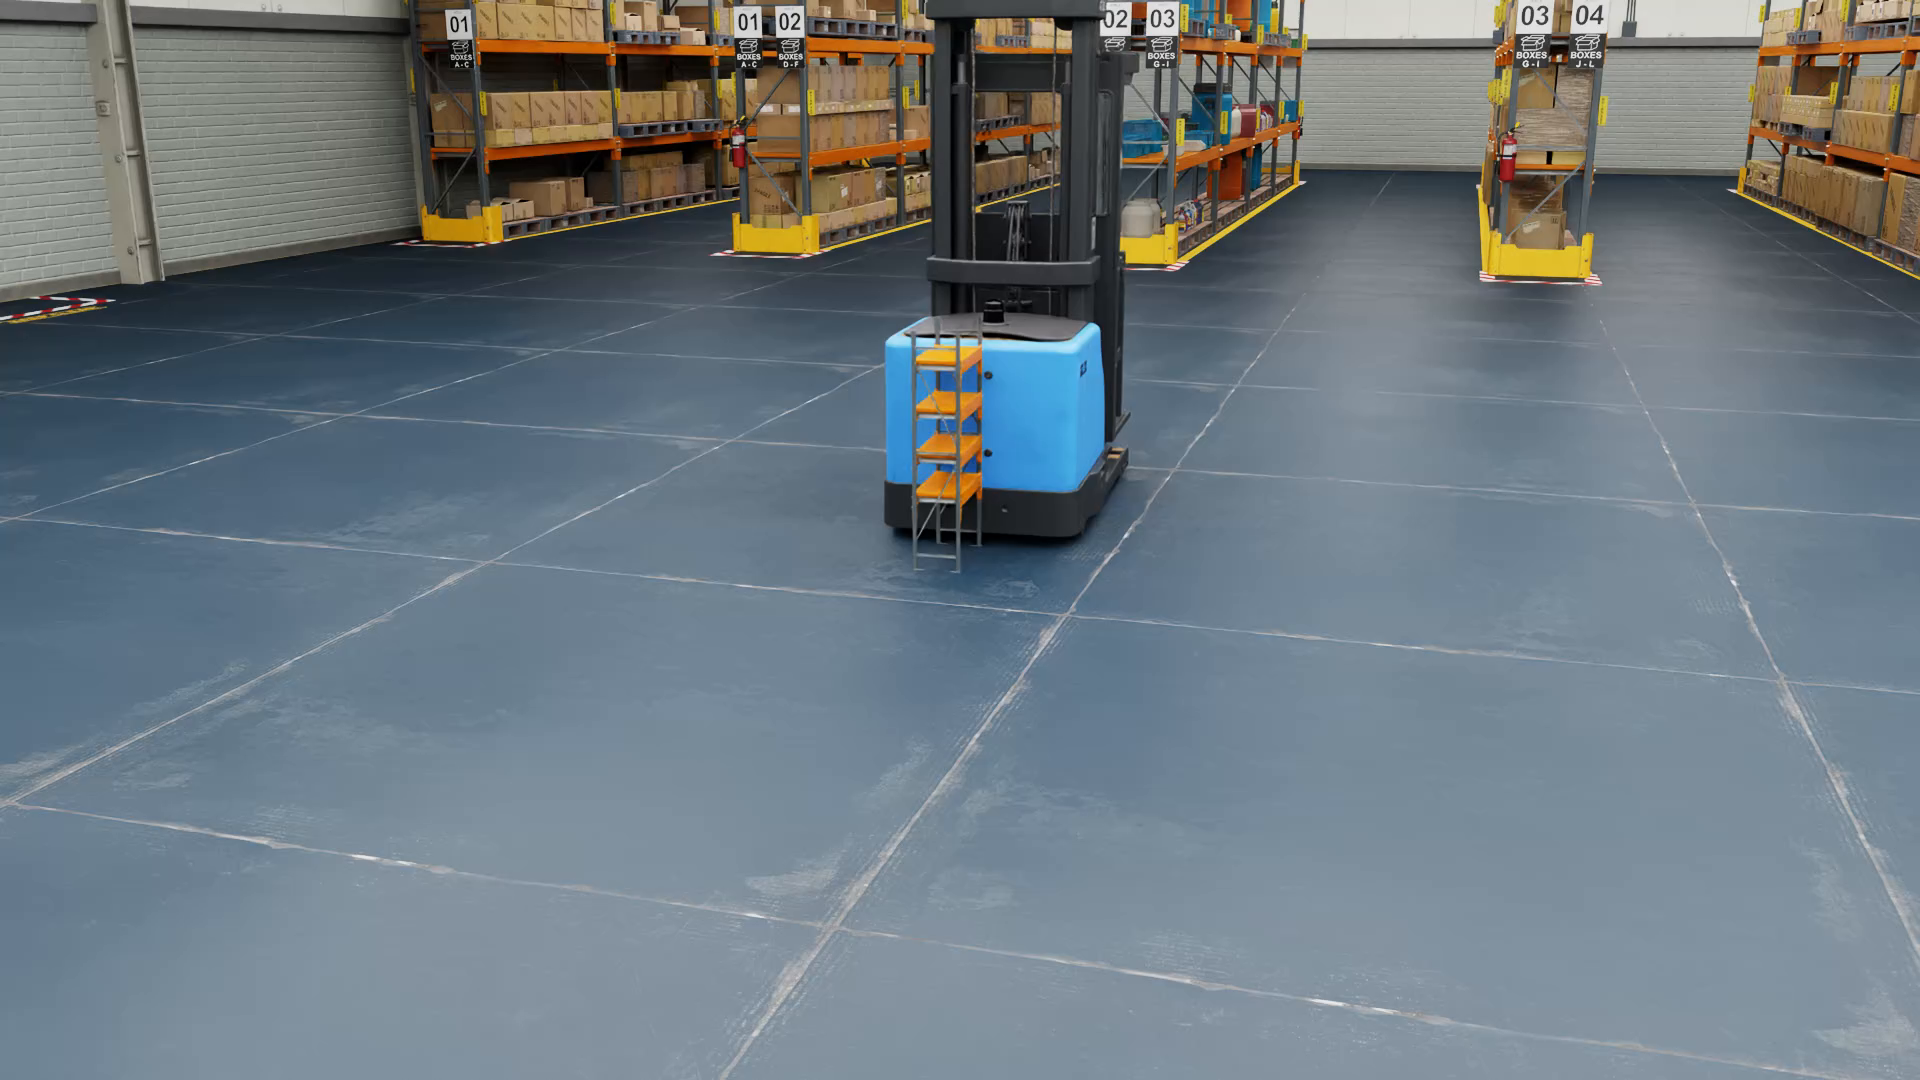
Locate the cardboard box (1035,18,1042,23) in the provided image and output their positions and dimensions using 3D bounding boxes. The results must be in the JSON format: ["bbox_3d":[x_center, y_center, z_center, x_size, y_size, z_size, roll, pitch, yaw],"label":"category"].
[{"bbox_3d":[1.279,-10.773,33.802,0.700,0.500,0.500,5,16,16],"label":"cardboard box"}]

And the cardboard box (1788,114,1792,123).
[{"bbox_3d":[14.350,-7.181,28.340,0.380,0.149,0.250,5,17,16],"label":"cardboard box"}]

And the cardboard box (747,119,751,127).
[{"bbox_3d":[-4.333,-8.183,32.608,0.380,0.149,0.250,5,17,17],"label":"cardboard box"}]

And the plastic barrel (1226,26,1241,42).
[{"bbox_3d":[4.373,-8.145,26.806,0.301,0.262,0.301,0,16,0],"label":"plastic barrel"}]

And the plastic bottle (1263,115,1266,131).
[{"bbox_3d":[5.599,-7.751,30.885,0.152,0.276,0.135,5,16,16],"label":"plastic bottle"}]

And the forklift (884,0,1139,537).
[{"bbox_3d":[0.428,-1.783,9.745,1.130,2.935,3.031,4,16,13],"label":"forklift"}]

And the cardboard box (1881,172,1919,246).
[{"bbox_3d":[12.604,-4.299,21.612,0.875,0.875,0.875,5,17,17],"label":"cardboard box"}]

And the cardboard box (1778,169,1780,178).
[{"bbox_3d":[14.975,-6.601,29.969,0.380,0.149,0.250,5,17,17],"label":"cardboard box"}]

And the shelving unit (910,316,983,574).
[{"bbox_3d":[-0.061,-0.483,8.332,0.258,1.200,0.503,4,16,13],"label":"shelving unit"}]

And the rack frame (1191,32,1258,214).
[{"bbox_3d":[4.511,-7.120,28.433,1.000,3.000,0.127,5,16,16],"label":"rack frame"}]

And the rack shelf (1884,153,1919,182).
[{"bbox_3d":[12.281,-4.409,20.193,1.077,0.370,4.000,5,16,16],"label":"rack shelf"}]

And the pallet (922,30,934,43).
[{"bbox_3d":[-0.659,-8.380,27.724,1.003,0.211,1.213,5,17,18],"label":"pallet"}]

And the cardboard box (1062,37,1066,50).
[{"bbox_3d":[1.991,-10.684,35.777,0.500,0.250,0.500,5,16,16],"label":"cardboard box"}]

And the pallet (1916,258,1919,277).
[{"bbox_3d":[11.865,-3.105,19.390,1.003,0.211,1.213,5,16,16],"label":"pallet"}]

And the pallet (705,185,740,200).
[{"bbox_3d":[-4.691,-6.747,32.229,1.003,0.211,1.213,5,16,16],"label":"pallet"}]

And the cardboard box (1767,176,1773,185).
[{"bbox_3d":[15.032,-6.595,30.493,0.380,0.149,0.250,4,16,14],"label":"cardboard box"}]

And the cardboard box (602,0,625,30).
[{"bbox_3d":[-5.892,-8.671,27.454,0.500,0.500,0.500,7,17,24],"label":"cardboard box"}]

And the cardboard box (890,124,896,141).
[{"bbox_3d":[-1.276,-6.518,26.588,0.500,0.250,0.500,6,17,19],"label":"cardboard box"}]

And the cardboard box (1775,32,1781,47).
[{"bbox_3d":[15.442,-9.283,30.839,0.500,0.250,0.500,5,16,16],"label":"cardboard box"}]

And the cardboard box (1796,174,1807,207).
[{"bbox_3d":[14.209,-5.791,27.562,0.500,0.500,0.500,4,16,13],"label":"cardboard box"}]

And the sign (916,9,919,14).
[{"bbox_3d":[-0.757,-9.239,29.461,0.100,0.325,0.005,5,16,16],"label":"sign"}]

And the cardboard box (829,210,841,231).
[{"bbox_3d":[-2.006,-4.545,23.626,0.500,0.250,0.500,5,16,16],"label":"cardboard box"}]

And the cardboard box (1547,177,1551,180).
[{"bbox_3d":[9.089,-5.568,26.736,0.700,0.500,0.500,4,16,13],"label":"cardboard box"}]

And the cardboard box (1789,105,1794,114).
[{"bbox_3d":[14.352,-7.324,28.300,0.380,0.149,0.250,4,16,13],"label":"cardboard box"}]

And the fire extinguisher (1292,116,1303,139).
[{"bbox_3d":[7.263,-9.000,35.888,0.296,0.674,0.183,5,16,16],"label":"fire extinguisher"}]

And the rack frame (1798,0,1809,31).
[{"bbox_3d":[15.123,-10.257,28.501,1.000,3.000,0.127,5,16,16],"label":"rack frame"}]

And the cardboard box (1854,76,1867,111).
[{"bbox_3d":[13.707,-6.604,24.601,0.700,0.500,0.500,4,16,15],"label":"cardboard box"}]

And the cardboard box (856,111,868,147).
[{"bbox_3d":[-1.784,-6.120,24.727,0.700,0.500,0.500,5,17,17],"label":"cardboard box"}]

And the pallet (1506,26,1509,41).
[{"bbox_3d":[8.692,-7.466,24.503,1.213,0.211,1.003,5,16,16],"label":"pallet"}]

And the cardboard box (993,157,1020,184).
[{"bbox_3d":[0.886,-7.280,32.774,0.500,0.500,0.500,5,16,16],"label":"cardboard box"}]

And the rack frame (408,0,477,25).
[{"bbox_3d":[-7.261,-8.681,22.944,1.000,3.000,0.127,5,16,16],"label":"rack frame"}]

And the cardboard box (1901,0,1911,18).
[{"bbox_3d":[12.897,-7.096,22.176,0.500,0.250,0.500,5,17,16],"label":"cardboard box"}]

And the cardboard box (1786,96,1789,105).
[{"bbox_3d":[14.497,-7.597,28.718,0.380,0.149,0.250,5,17,17],"label":"cardboard box"}]

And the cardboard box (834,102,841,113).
[{"bbox_3d":[-1.901,-6.128,23.565,0.380,0.149,0.250,4,16,14],"label":"cardboard box"}]

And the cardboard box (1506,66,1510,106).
[{"bbox_3d":[7.187,-5.740,21.007,0.500,0.500,0.500,5,16,16],"label":"cardboard box"}]

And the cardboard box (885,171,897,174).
[{"bbox_3d":[-1.248,-6.002,27.736,0.500,0.311,0.500,5,16,16],"label":"cardboard box"}]

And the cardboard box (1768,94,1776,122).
[{"bbox_3d":[15.281,-7.976,30.725,0.500,0.500,0.500,5,16,16],"label":"cardboard box"}]

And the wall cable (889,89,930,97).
[{"bbox_3d":[-0.764,-12.825,43.245,3.097,2.526,0.112,5,16,16],"label":"wall cable"}]

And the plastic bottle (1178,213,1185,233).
[{"bbox_3d":[3.052,-4.376,22.953,0.097,0.271,0.097,0,16,0],"label":"plastic bottle"}]

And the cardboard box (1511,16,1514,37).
[{"bbox_3d":[7.311,-6.555,21.222,0.500,0.250,0.500,4,16,15],"label":"cardboard box"}]

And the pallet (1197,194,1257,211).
[{"bbox_3d":[4.695,-5.987,29.552,1.003,0.211,1.213,5,16,16],"label":"pallet"}]

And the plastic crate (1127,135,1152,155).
[{"bbox_3d":[2.283,-5.279,22.215,0.499,0.251,0.408,5,16,16],"label":"plastic crate"}]

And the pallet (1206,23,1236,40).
[{"bbox_3d":[3.263,-7.229,23.668,1.213,0.211,1.003,5,16,16],"label":"pallet"}]

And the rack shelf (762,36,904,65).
[{"bbox_3d":[-1.942,-7.032,23.945,1.077,0.370,4.000,5,16,16],"label":"rack shelf"}]

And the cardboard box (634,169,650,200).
[{"bbox_3d":[-5.832,-6.183,28.907,0.700,0.500,0.500,4,16,15],"label":"cardboard box"}]

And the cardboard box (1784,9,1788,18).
[{"bbox_3d":[15.293,-9.618,30.371,0.380,0.149,0.250,5,16,15],"label":"cardboard box"}]

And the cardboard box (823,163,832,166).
[{"bbox_3d":[-3.246,-8.387,36.712,0.700,0.500,0.500,5,17,17],"label":"cardboard box"}]

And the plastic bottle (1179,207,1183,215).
[{"bbox_3d":[3.169,-4.618,23.786,0.061,0.283,0.133,5,16,16],"label":"plastic bottle"}]

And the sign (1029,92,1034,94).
[{"bbox_3d":[1.433,-9.066,33.174,0.100,0.325,0.005,5,16,16],"label":"sign"}]

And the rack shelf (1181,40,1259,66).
[{"bbox_3d":[3.943,-7.693,26.277,1.077,0.370,4.000,5,16,16],"label":"rack shelf"}]

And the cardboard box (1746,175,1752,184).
[{"bbox_3d":[15.804,-7.136,32.945,0.380,0.149,0.250,5,17,17],"label":"cardboard box"}]

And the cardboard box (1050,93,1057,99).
[{"bbox_3d":[1.742,-9.586,35.115,0.500,0.500,0.500,5,17,18],"label":"cardboard box"}]

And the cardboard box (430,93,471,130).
[{"bbox_3d":[-7.331,-6.233,24.171,0.500,0.500,0.500,4,16,15],"label":"cardboard box"}]

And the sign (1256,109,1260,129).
[{"bbox_3d":[5.040,-7.157,28.267,0.100,0.325,0.005,5,16,16],"label":"sign"}]
